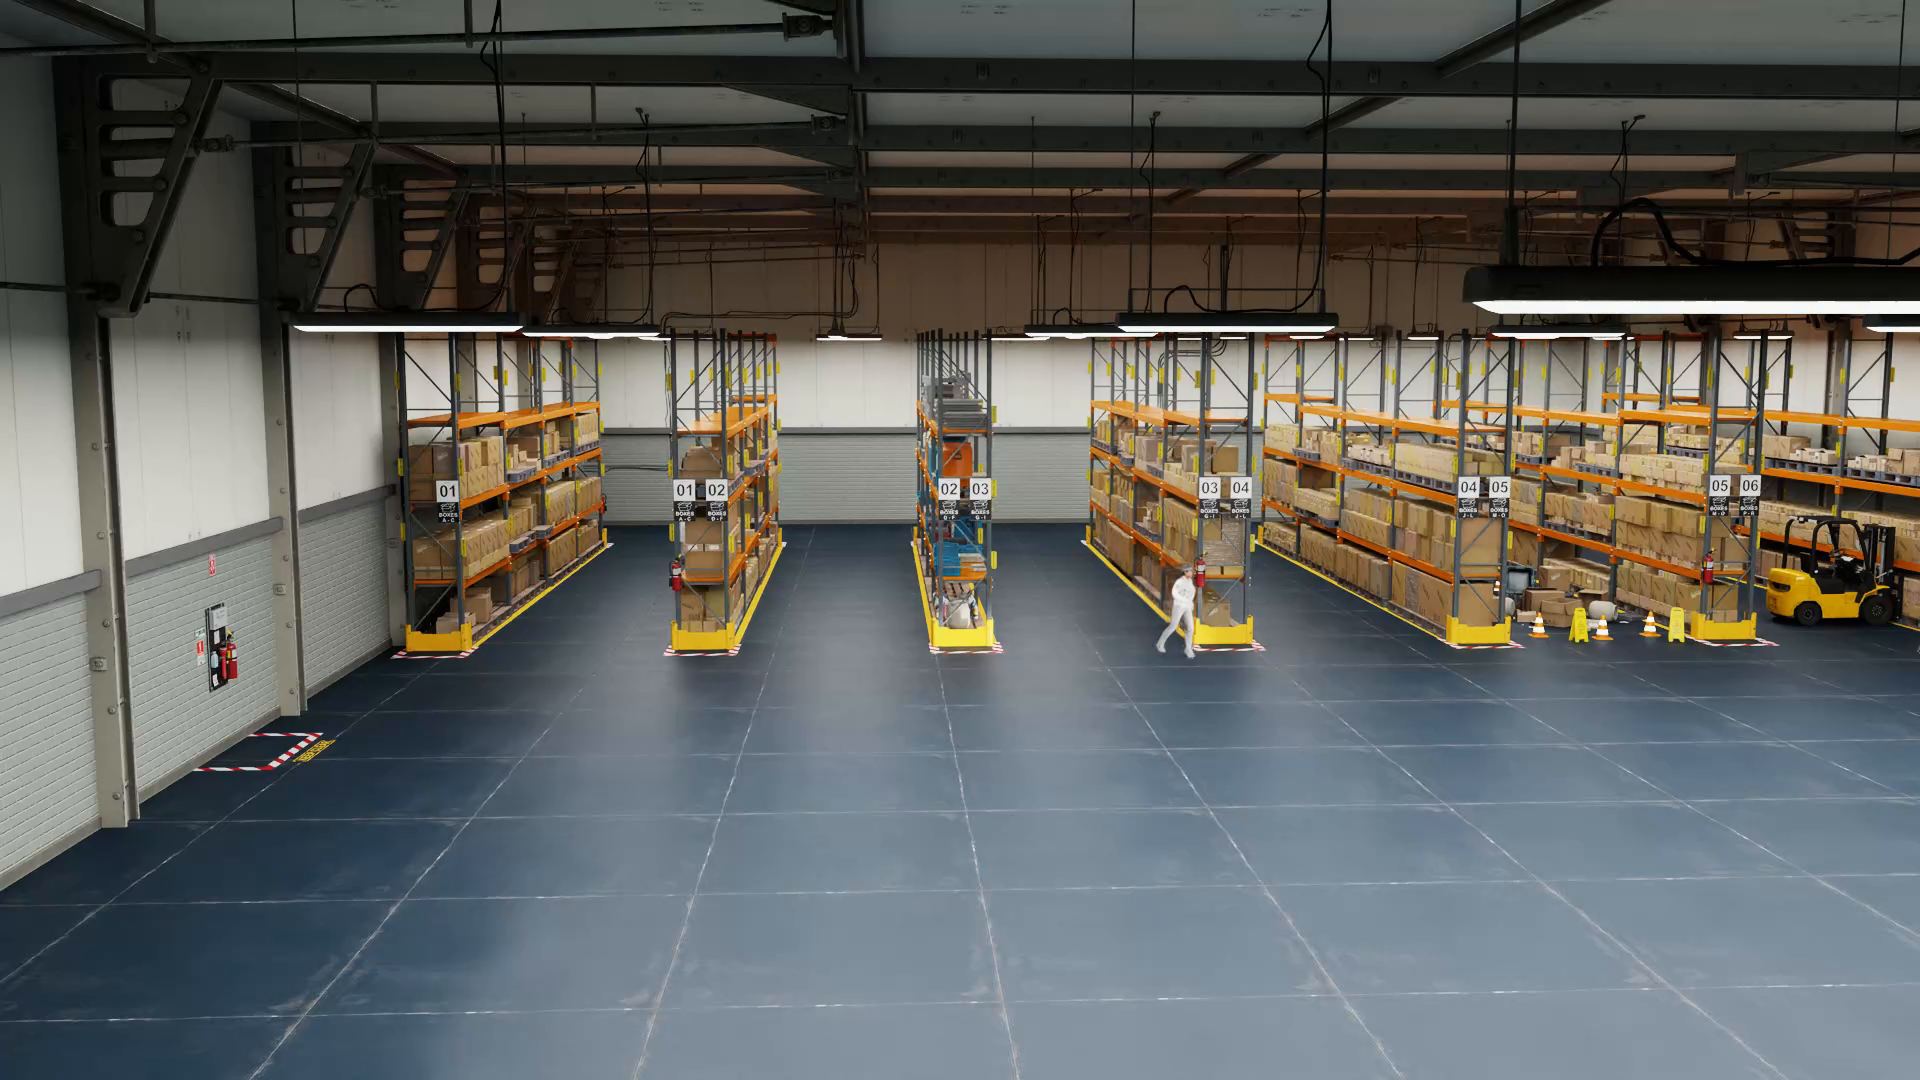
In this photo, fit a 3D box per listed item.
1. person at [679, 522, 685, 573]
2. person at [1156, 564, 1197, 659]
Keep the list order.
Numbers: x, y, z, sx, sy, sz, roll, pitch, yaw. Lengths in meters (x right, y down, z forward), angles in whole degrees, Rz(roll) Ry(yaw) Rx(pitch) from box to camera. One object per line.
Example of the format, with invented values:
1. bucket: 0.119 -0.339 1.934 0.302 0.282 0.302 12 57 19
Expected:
1. person: -6.720 0.042 40.871 0.651 1.730 0.590 -1 7 -9
2. person: 4.115 1.284 30.703 0.716 1.701 0.812 -6 9 -44
